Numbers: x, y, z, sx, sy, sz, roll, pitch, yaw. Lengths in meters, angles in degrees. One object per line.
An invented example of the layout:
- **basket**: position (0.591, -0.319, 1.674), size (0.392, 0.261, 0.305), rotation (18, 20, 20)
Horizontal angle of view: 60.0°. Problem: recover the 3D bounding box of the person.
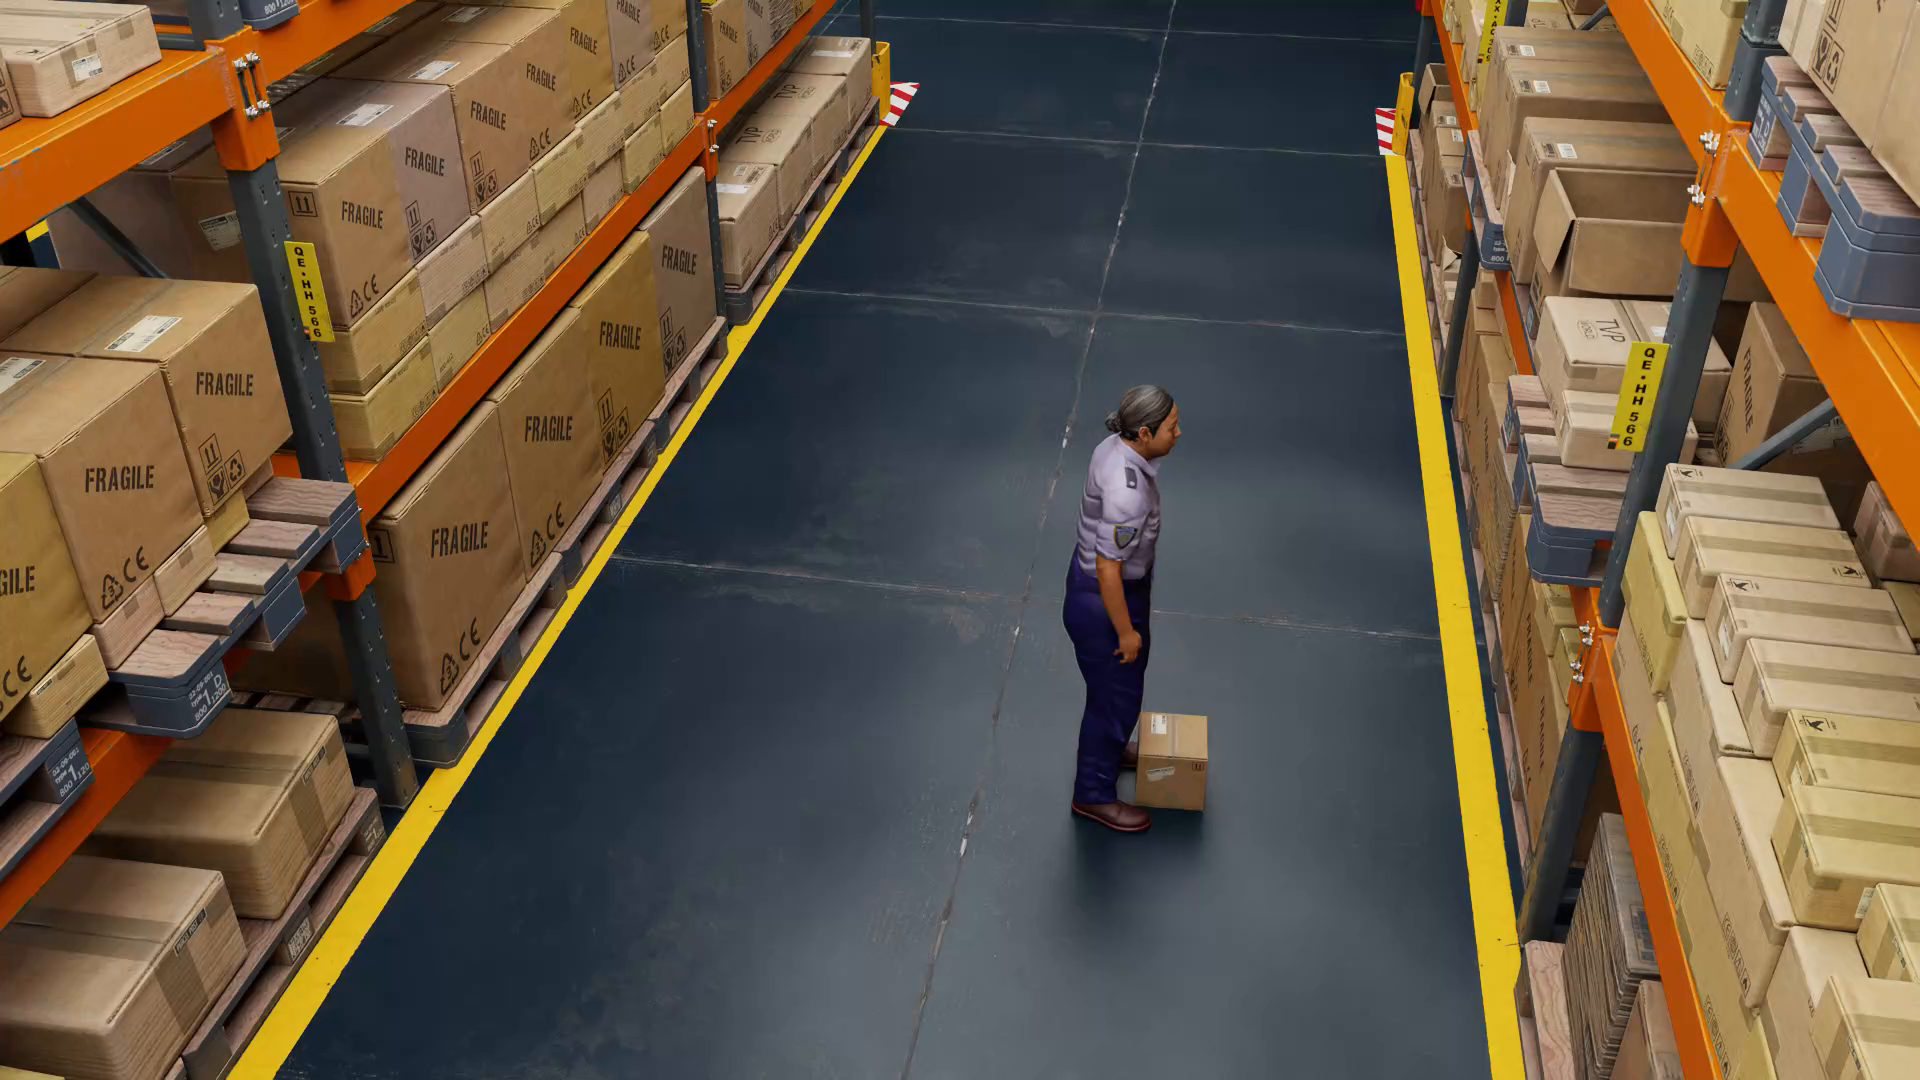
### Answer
- **person**: position (0.549, 0.212, 5.812), size (0.367, 1.652, 0.564), rotation (4, 33, 6)
